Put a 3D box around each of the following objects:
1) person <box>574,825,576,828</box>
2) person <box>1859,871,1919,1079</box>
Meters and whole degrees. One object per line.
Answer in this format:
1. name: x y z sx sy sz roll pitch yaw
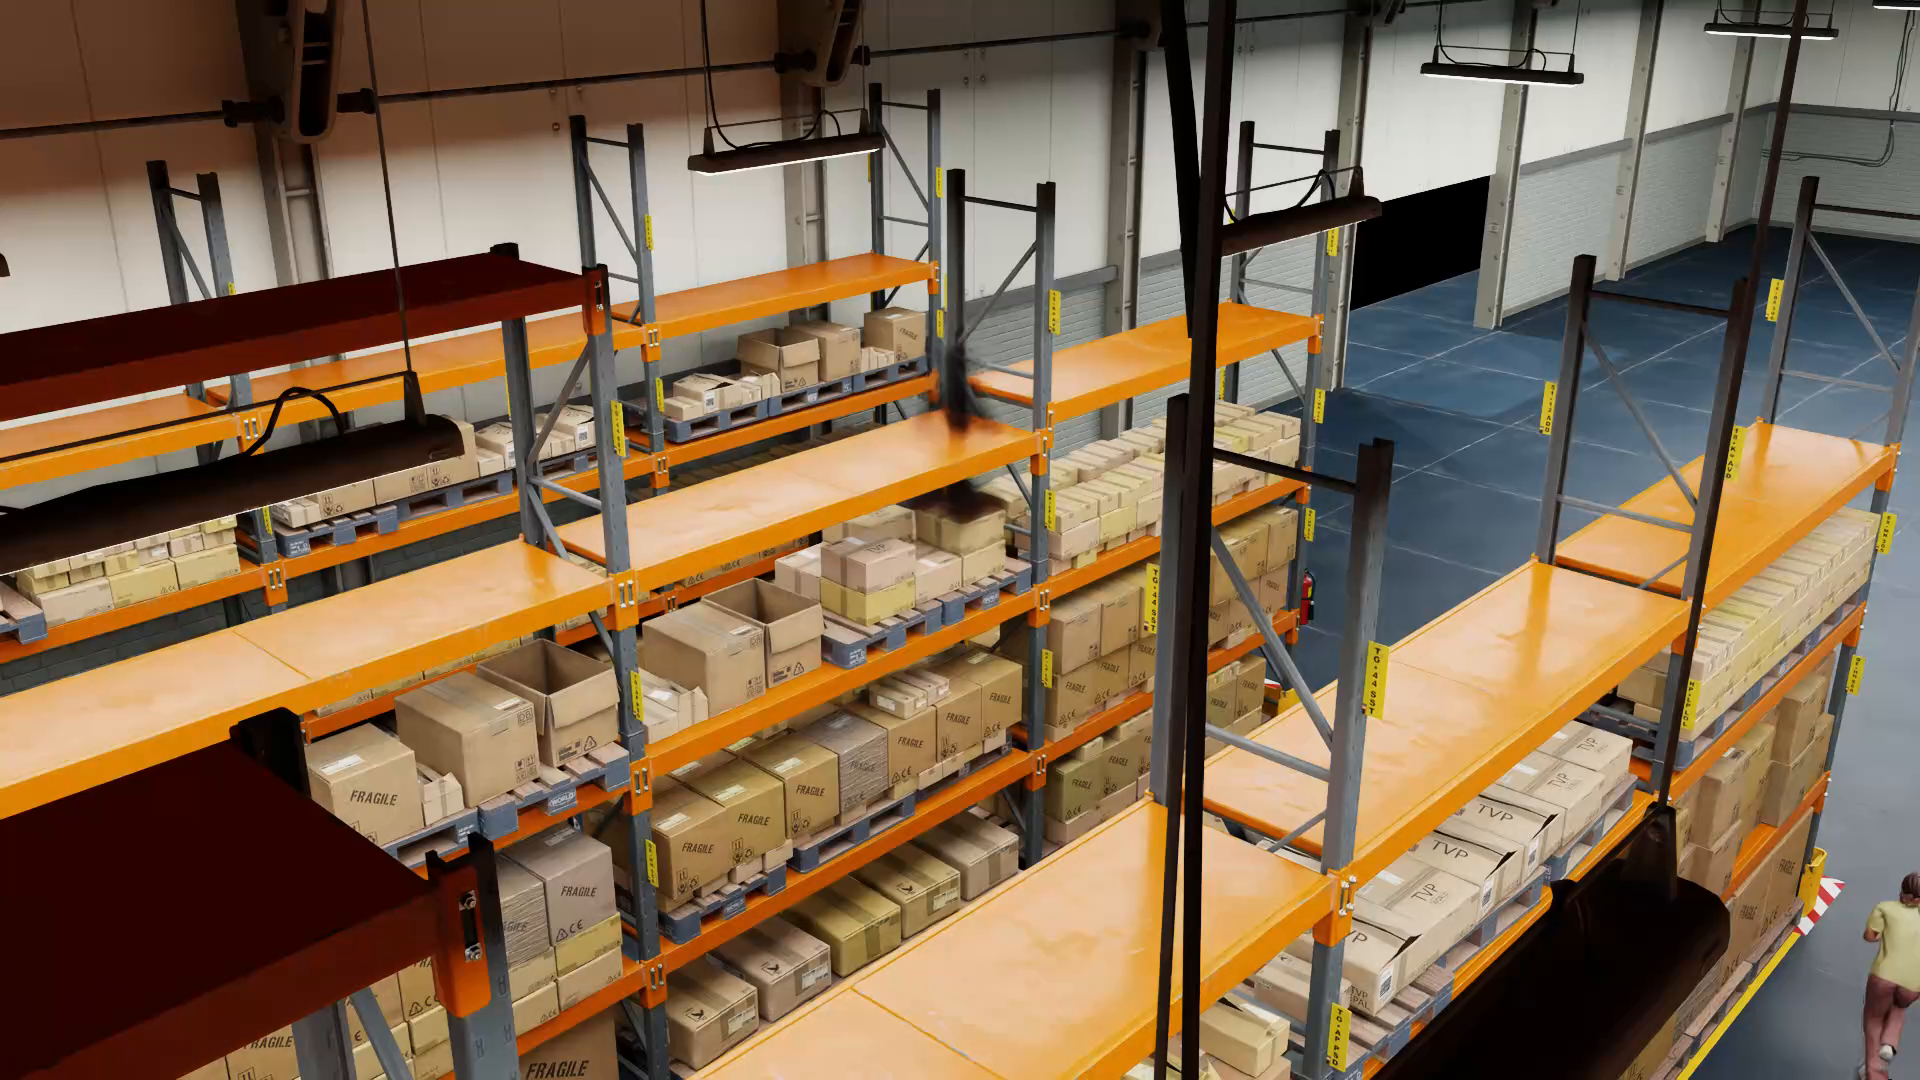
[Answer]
1. person: -3.357 2.587 12.933 0.680 1.734 0.615 19 28 39
2. person: 6.730 3.140 11.861 0.605 1.503 0.804 12 24 28
